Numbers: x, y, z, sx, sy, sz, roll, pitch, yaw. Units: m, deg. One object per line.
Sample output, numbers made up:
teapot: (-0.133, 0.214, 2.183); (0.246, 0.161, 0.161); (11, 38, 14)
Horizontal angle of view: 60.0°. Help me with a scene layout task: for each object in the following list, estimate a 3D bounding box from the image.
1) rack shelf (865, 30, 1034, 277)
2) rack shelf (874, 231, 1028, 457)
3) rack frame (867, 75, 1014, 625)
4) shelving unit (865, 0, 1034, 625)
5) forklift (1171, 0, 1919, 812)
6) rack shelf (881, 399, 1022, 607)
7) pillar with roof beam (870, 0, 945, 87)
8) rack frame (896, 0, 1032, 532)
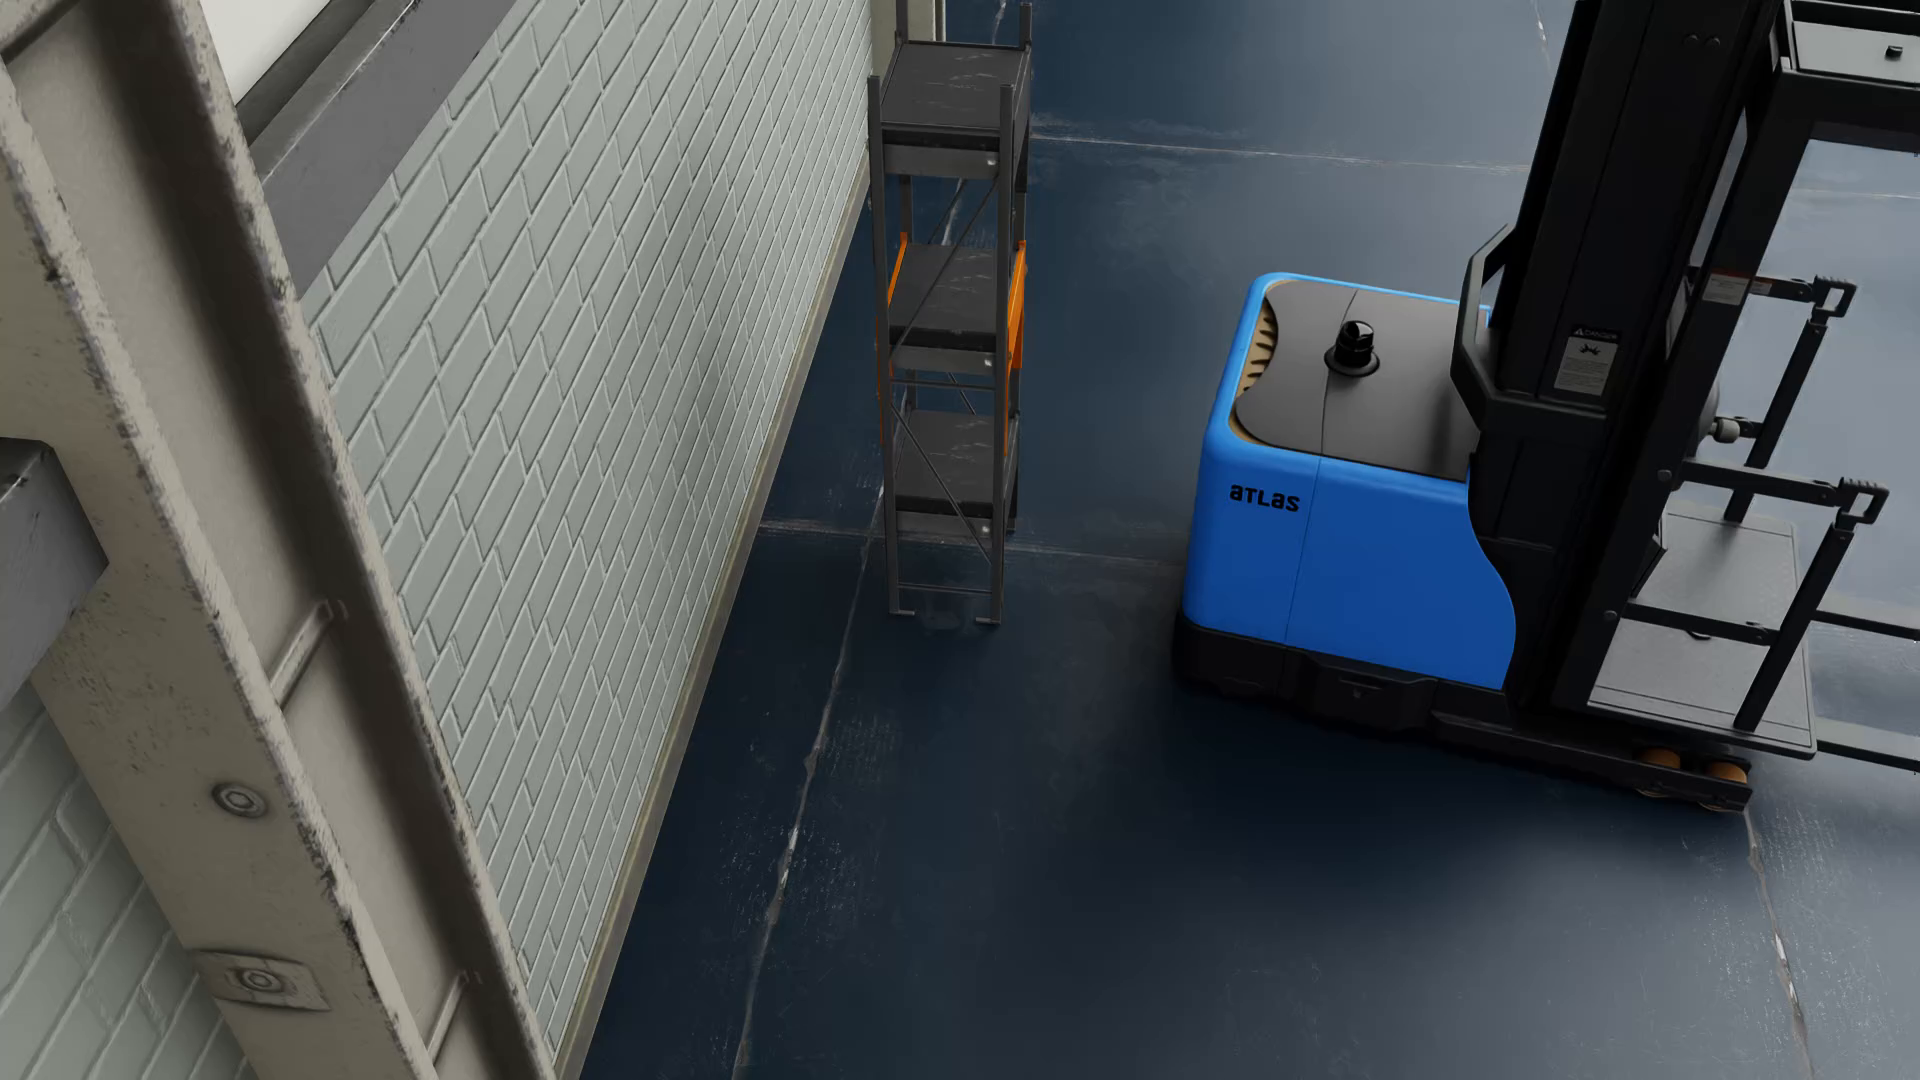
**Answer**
rack shelf: (-0.022, -1.148, 4.937); (0.431, 0.518, 0.480); (5, 44, 6)
rack shelf: (-0.022, -0.640, 5.418); (0.431, 0.518, 0.480); (5, 44, 6)
rack frame: (-0.054, -0.483, 5.233); (0.400, 2.100, 0.015); (5, 44, 6)
shelving unit: (-0.022, -0.650, 5.409); (0.431, 2.100, 0.503); (5, 44, 6)
forklift: (2.302, -0.605, 4.757); (3.031, 2.935, 1.130); (12, 45, 12)
rack shelf: (-0.022, -0.131, 5.900); (0.431, 0.518, 0.480); (5, 44, 6)
pillar with roof beam: (4.016, -4.966, 4.950); (9.100, 9.000, 0.400); (5, 44, 6)
rack frame: (0.010, -0.816, 5.585); (0.400, 2.100, 0.015); (5, 44, 6)
